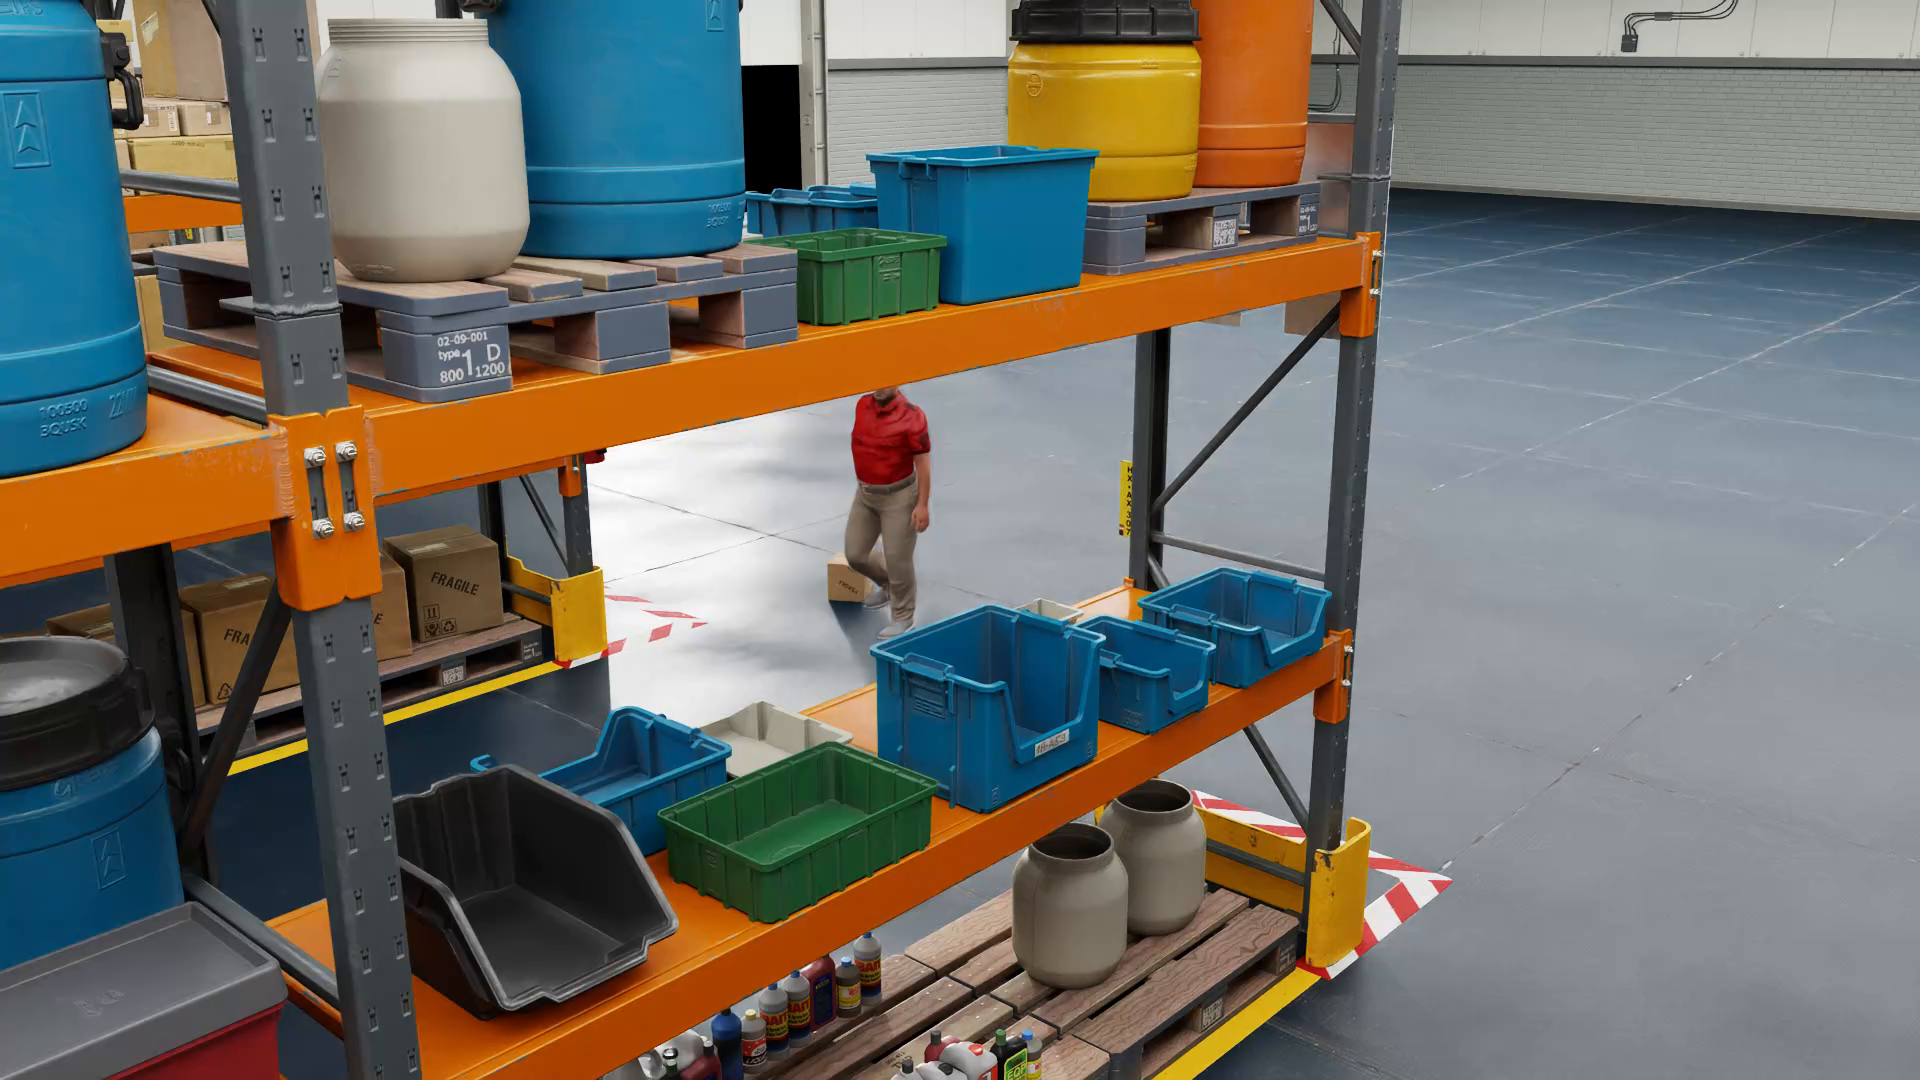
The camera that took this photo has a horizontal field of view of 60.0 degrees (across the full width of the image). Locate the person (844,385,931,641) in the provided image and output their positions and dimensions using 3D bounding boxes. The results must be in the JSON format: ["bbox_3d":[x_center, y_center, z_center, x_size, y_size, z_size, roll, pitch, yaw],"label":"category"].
[{"bbox_3d":[-0.393,-0.264,9.930,0.605,1.719,0.535,12,21,35],"label":"person"}]
